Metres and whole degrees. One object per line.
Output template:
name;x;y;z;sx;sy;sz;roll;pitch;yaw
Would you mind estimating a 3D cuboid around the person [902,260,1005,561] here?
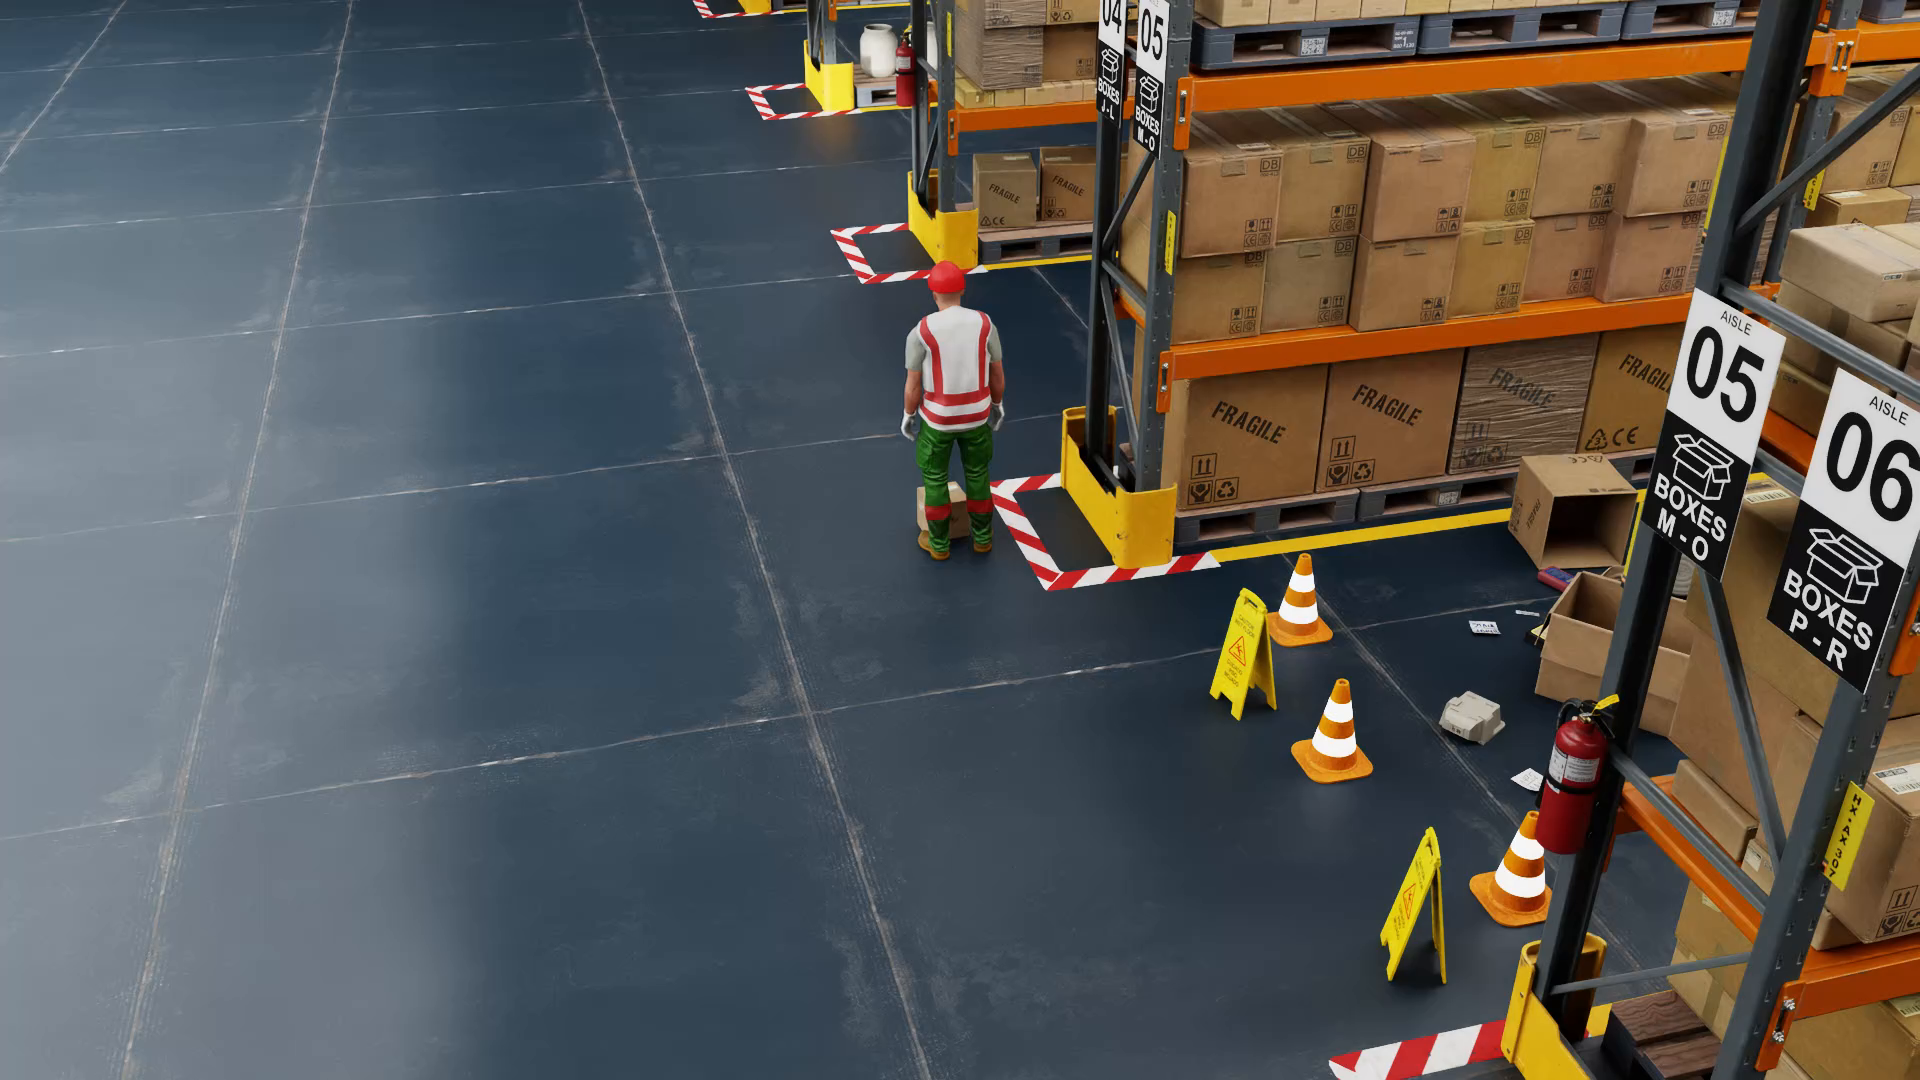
person;-0.036;-0.721;9.477;0.608;1.779;0.451;-8;31;-13
